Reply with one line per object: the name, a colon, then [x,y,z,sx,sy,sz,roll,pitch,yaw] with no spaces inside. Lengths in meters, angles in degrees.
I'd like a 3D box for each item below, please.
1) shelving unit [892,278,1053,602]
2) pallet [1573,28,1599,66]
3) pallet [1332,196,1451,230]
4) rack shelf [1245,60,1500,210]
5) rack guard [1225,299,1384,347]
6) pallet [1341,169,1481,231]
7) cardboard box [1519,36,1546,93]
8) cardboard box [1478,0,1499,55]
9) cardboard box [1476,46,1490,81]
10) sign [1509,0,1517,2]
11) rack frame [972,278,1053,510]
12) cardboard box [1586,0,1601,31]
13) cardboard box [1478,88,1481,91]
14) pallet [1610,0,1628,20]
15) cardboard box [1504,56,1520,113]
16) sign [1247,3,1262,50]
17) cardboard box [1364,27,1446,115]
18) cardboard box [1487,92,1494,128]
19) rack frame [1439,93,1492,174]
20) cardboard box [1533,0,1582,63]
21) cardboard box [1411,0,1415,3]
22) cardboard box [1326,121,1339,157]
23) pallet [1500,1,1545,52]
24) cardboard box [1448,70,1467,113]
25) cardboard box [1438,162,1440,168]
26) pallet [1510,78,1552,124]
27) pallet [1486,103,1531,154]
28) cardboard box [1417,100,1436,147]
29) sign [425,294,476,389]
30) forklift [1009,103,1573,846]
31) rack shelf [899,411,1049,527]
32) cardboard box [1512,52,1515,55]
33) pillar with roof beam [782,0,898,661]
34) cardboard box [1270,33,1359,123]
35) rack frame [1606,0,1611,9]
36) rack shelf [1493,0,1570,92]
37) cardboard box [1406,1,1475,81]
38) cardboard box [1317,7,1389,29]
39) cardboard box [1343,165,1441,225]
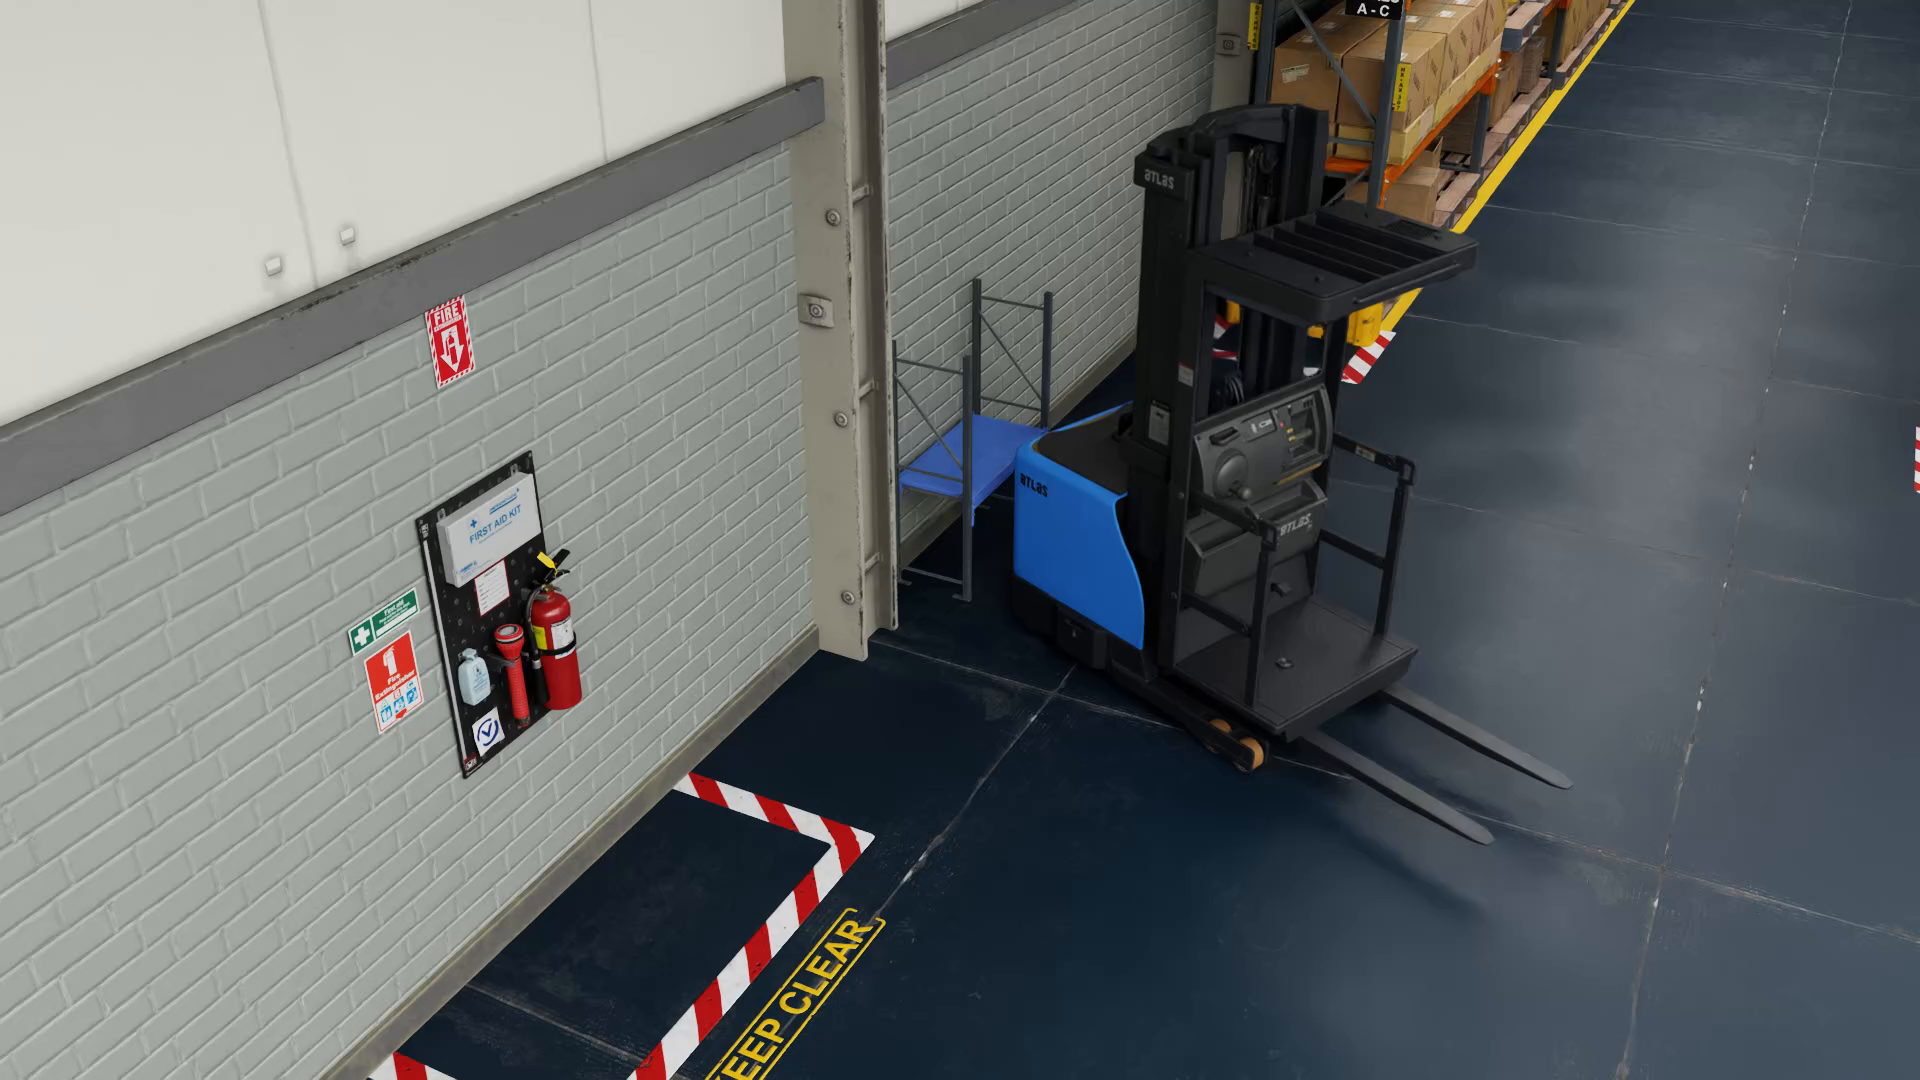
shelving unit: [0.070,-0.588,9.558,0.538,1.500,1.048,14,33,23]
pallet: [7.246,-6.135,20.511,1.003,0.211,1.213,14,33,23]
pallet: [3.612,-2.642,14.429,1.003,0.211,1.213,14,33,23]
rack shelf: [3.530,-3.501,13.847,1.077,0.370,4.000,14,33,23]
rack guard: [2.653,-1.876,12.805,1.175,0.500,0.348,14,33,23]
pallet: [4.166,-3.185,15.374,1.003,0.211,1.213,14,33,23]
cardboard box: [5.981,-5.249,18.236,0.700,0.500,0.500,15,33,24]
cardboard box: [4.278,-4.466,14.183,0.500,0.500,0.500,14,33,23]
cardboard box: [4.260,-4.145,14.378,0.500,0.250,0.500,14,33,23]
sign: [4.927,-4.955,14.788,0.100,0.325,0.005,14,33,23]
rack frame: [0.302,-0.813,9.950,0.500,1.500,0.032,14,33,23]
cardboard box: [7.502,-6.784,20.578,0.750,0.750,0.750,15,33,25]
cardboard box: [4.959,-4.658,16.454,0.500,0.250,0.500,14,33,22]
pallet: [8.501,-7.356,22.638,1.003,0.211,1.213,14,33,23]
cardboard box: [5.442,-4.820,17.490,0.700,0.500,0.500,14,33,23]
sign: [2.133,-3.700,11.992,0.100,0.325,0.005,14,33,23]
cardboard box: [3.338,-3.555,12.597,0.500,0.500,0.500,14,33,23]
cardboard box: [4.952,-4.377,16.718,0.700,0.500,0.500,14,33,22]
rack frame: [4.441,-4.700,15.212,1.000,3.000,0.127,14,33,23]
cardboard box: [6.715,-6.019,19.247,0.750,0.750,0.750,14,33,23]
cardboard box: [3.570,-4.359,13.997,0.500,0.500,0.500,15,33,25]
cardboard box: [2.659,-3.121,12.594,0.500,0.250,0.500,15,33,24]
pallet: [4.918,-4.922,15.792,1.003,0.211,1.213,14,33,23]
cardboard box: [3.817,-3.696,13.594,0.500,0.250,0.500,15,33,24]
cardboard box: [4.224,-3.418,15.383,0.380,0.166,0.250,10,31,17]
pallet: [5.906,-4.917,18.392,1.003,0.211,1.213,14,33,23]
pallet: [5.349,-4.379,17.453,1.003,0.211,1.213,14,33,23]
cardboard box: [3.347,-3.248,12.814,0.500,0.250,0.500,13,32,22]
sign: [-1.818,-0.710,5.938,0.001,0.298,0.199,14,33,23]
forklift: [1.599,-0.430,7.846,1.130,2.935,3.031,-22,37,-34]
rack shelf: [0.070,-0.432,9.647,0.538,0.185,1.000,14,33,23]
cardboard box: [5.666,-5.335,17.634,0.500,0.250,0.500,15,33,24]
pillar with roof beam: [3.266,-2.398,5.180,9.100,9.000,0.400,14,33,23]
cardboard box: [2.644,-3.452,12.418,0.500,0.500,0.500,14,33,23]
rack frame: [8.085,-8.246,21.388,1.000,3.000,0.127,14,33,23]
rack shelf: [5.352,-5.274,16.935,1.077,0.370,4.000,14,33,23]
cardboard box: [3.803,-4.015,13.397,0.500,0.500,0.500,15,33,25]
cardboard box: [3.114,-3.903,13.203,0.500,0.500,0.500,13,32,22]
cardboard box: [3.652,-2.886,14.122,0.700,0.500,0.500,12,32,20]
